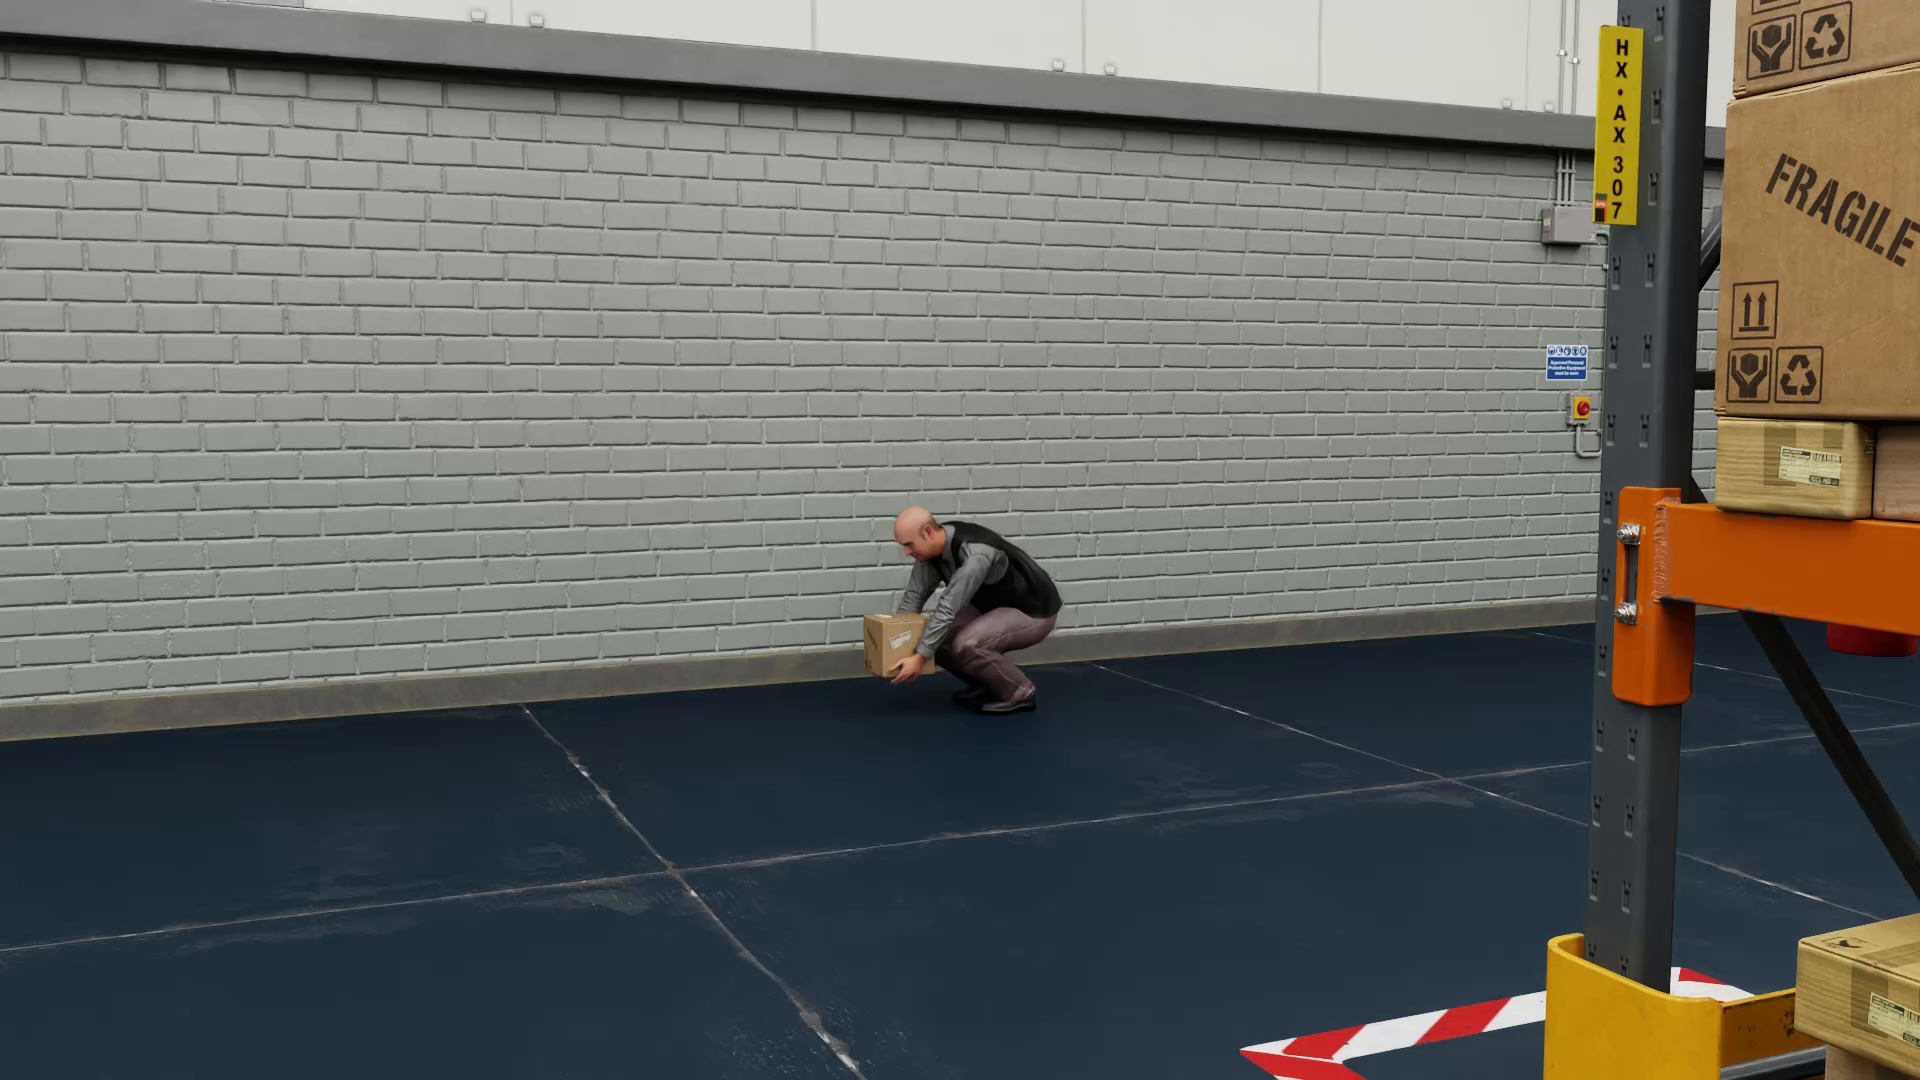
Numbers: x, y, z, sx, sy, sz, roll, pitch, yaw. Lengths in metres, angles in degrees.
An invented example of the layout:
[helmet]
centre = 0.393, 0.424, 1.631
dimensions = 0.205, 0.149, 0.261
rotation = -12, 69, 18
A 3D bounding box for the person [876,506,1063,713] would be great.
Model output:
[person]
centre = 0.036, 0.312, 7.677
dimensions = 0.888, 0.967, 0.518
rotation = -2, 6, -25
